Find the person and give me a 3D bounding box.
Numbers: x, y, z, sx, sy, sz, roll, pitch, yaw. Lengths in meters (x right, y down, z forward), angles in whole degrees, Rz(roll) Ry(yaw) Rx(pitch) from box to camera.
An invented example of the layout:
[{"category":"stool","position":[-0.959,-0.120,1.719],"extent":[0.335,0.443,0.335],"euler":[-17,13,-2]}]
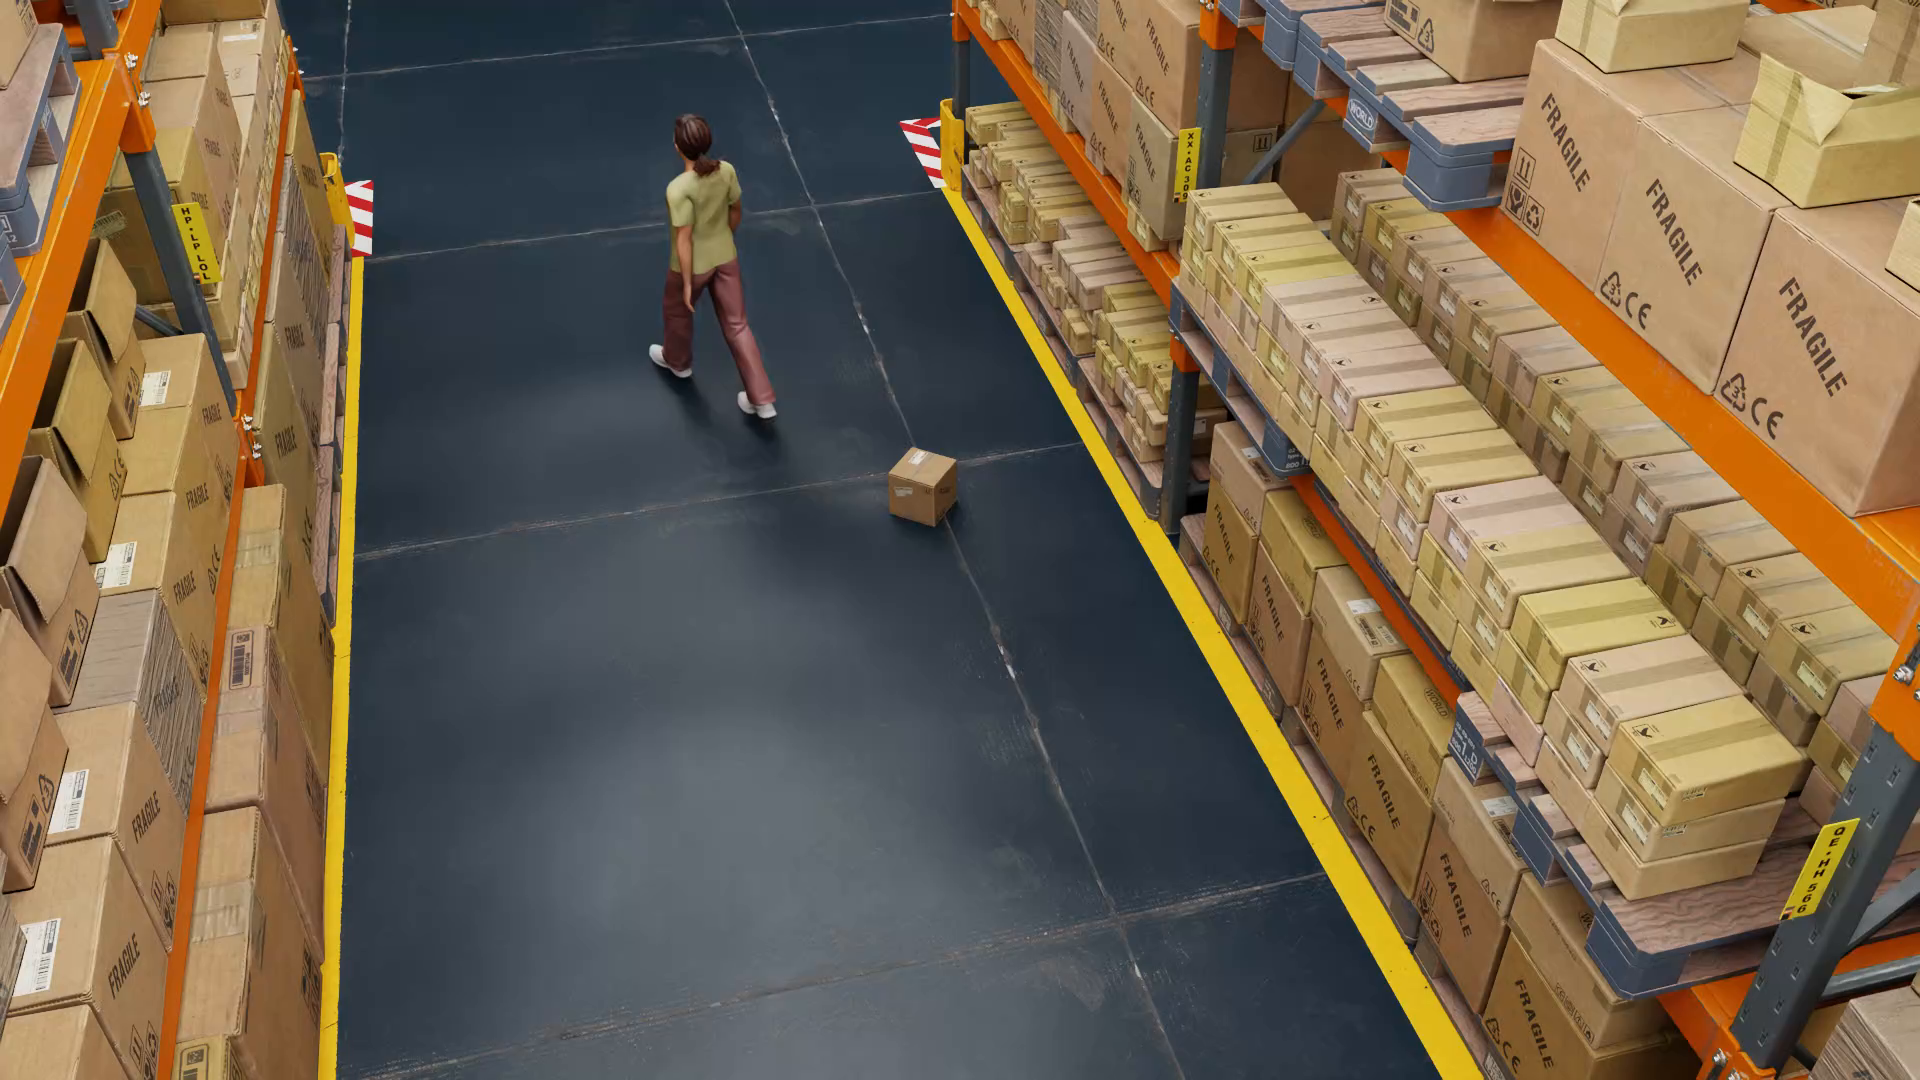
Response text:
[{"category":"person","position":[-1.306,-1.442,8.556],"extent":[0.473,1.602,1.035],"euler":[-26,45,-29]}]
